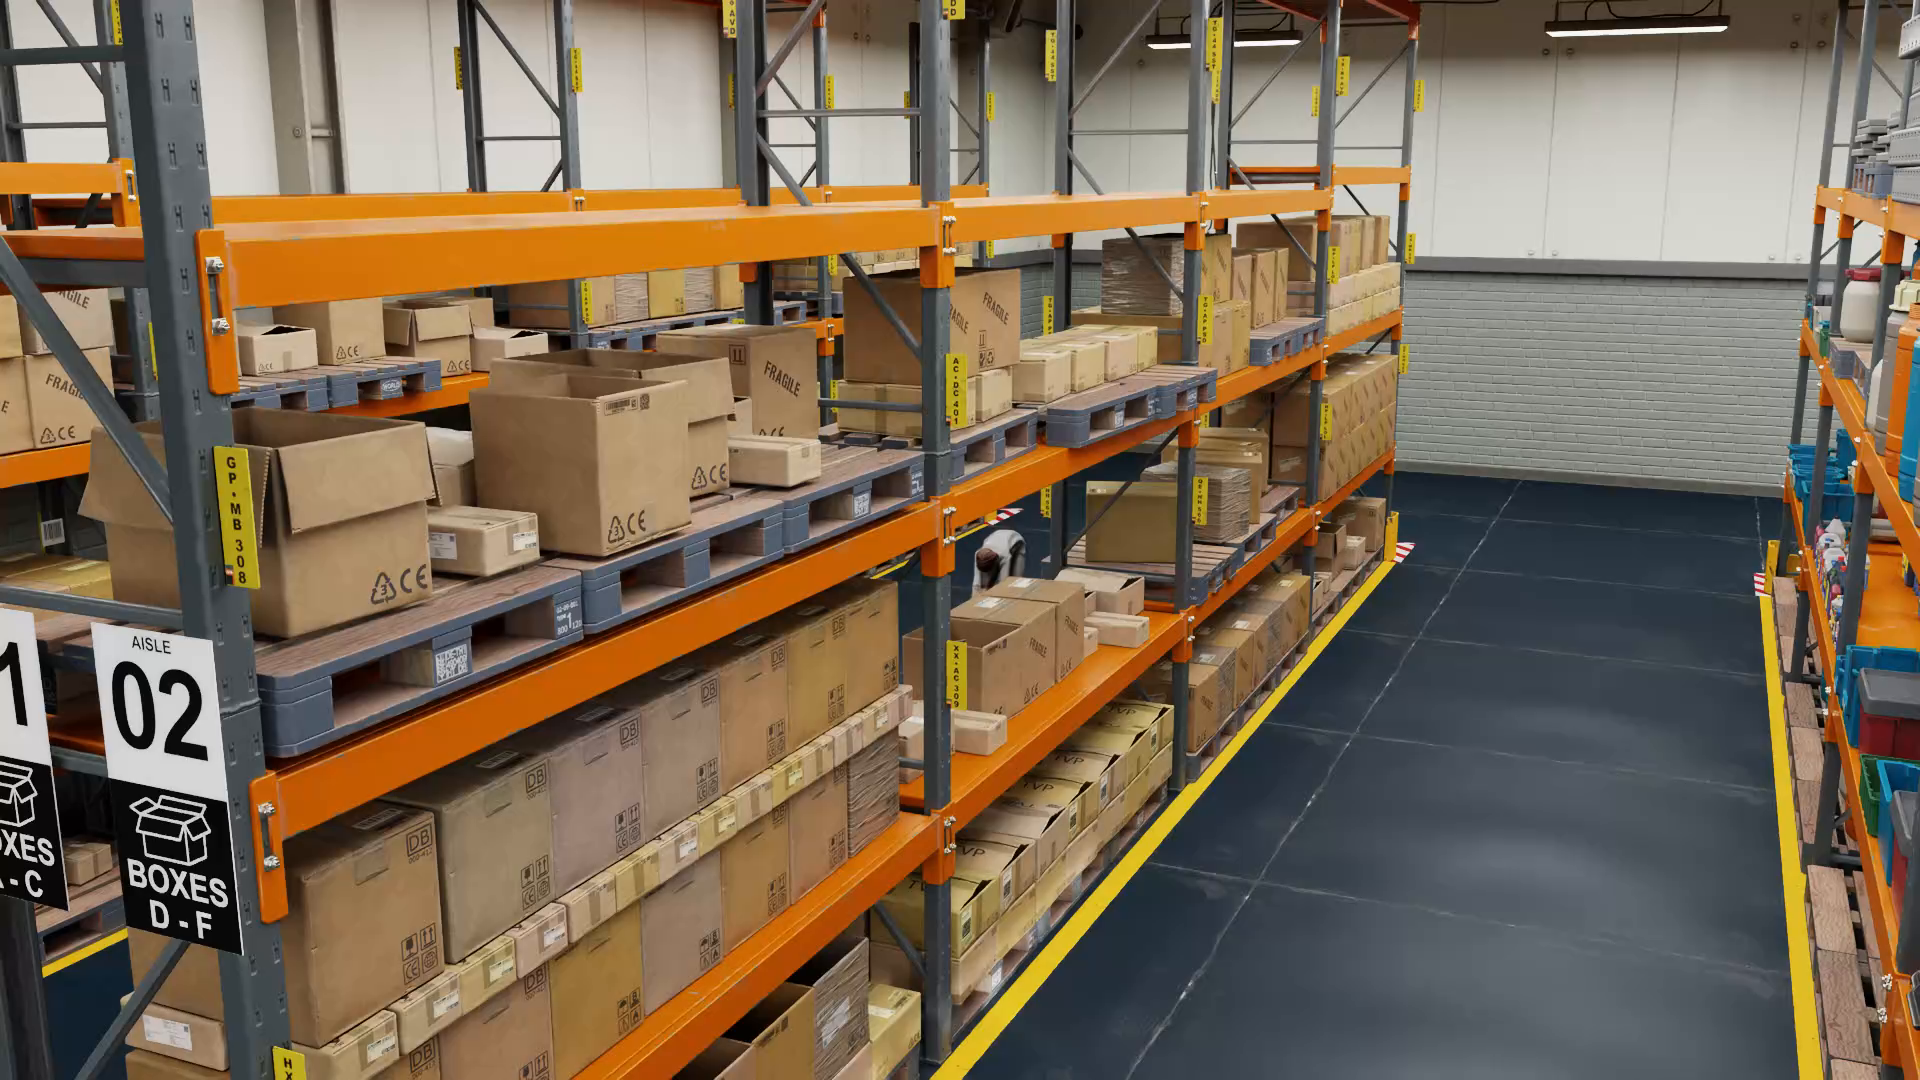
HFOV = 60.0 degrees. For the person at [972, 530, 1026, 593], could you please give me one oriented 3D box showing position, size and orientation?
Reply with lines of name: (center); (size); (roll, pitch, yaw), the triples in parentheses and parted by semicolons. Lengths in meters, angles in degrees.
person: (0.350, 0.428, 15.487); (0.398, 0.980, 0.871); (5, 13, 21)
